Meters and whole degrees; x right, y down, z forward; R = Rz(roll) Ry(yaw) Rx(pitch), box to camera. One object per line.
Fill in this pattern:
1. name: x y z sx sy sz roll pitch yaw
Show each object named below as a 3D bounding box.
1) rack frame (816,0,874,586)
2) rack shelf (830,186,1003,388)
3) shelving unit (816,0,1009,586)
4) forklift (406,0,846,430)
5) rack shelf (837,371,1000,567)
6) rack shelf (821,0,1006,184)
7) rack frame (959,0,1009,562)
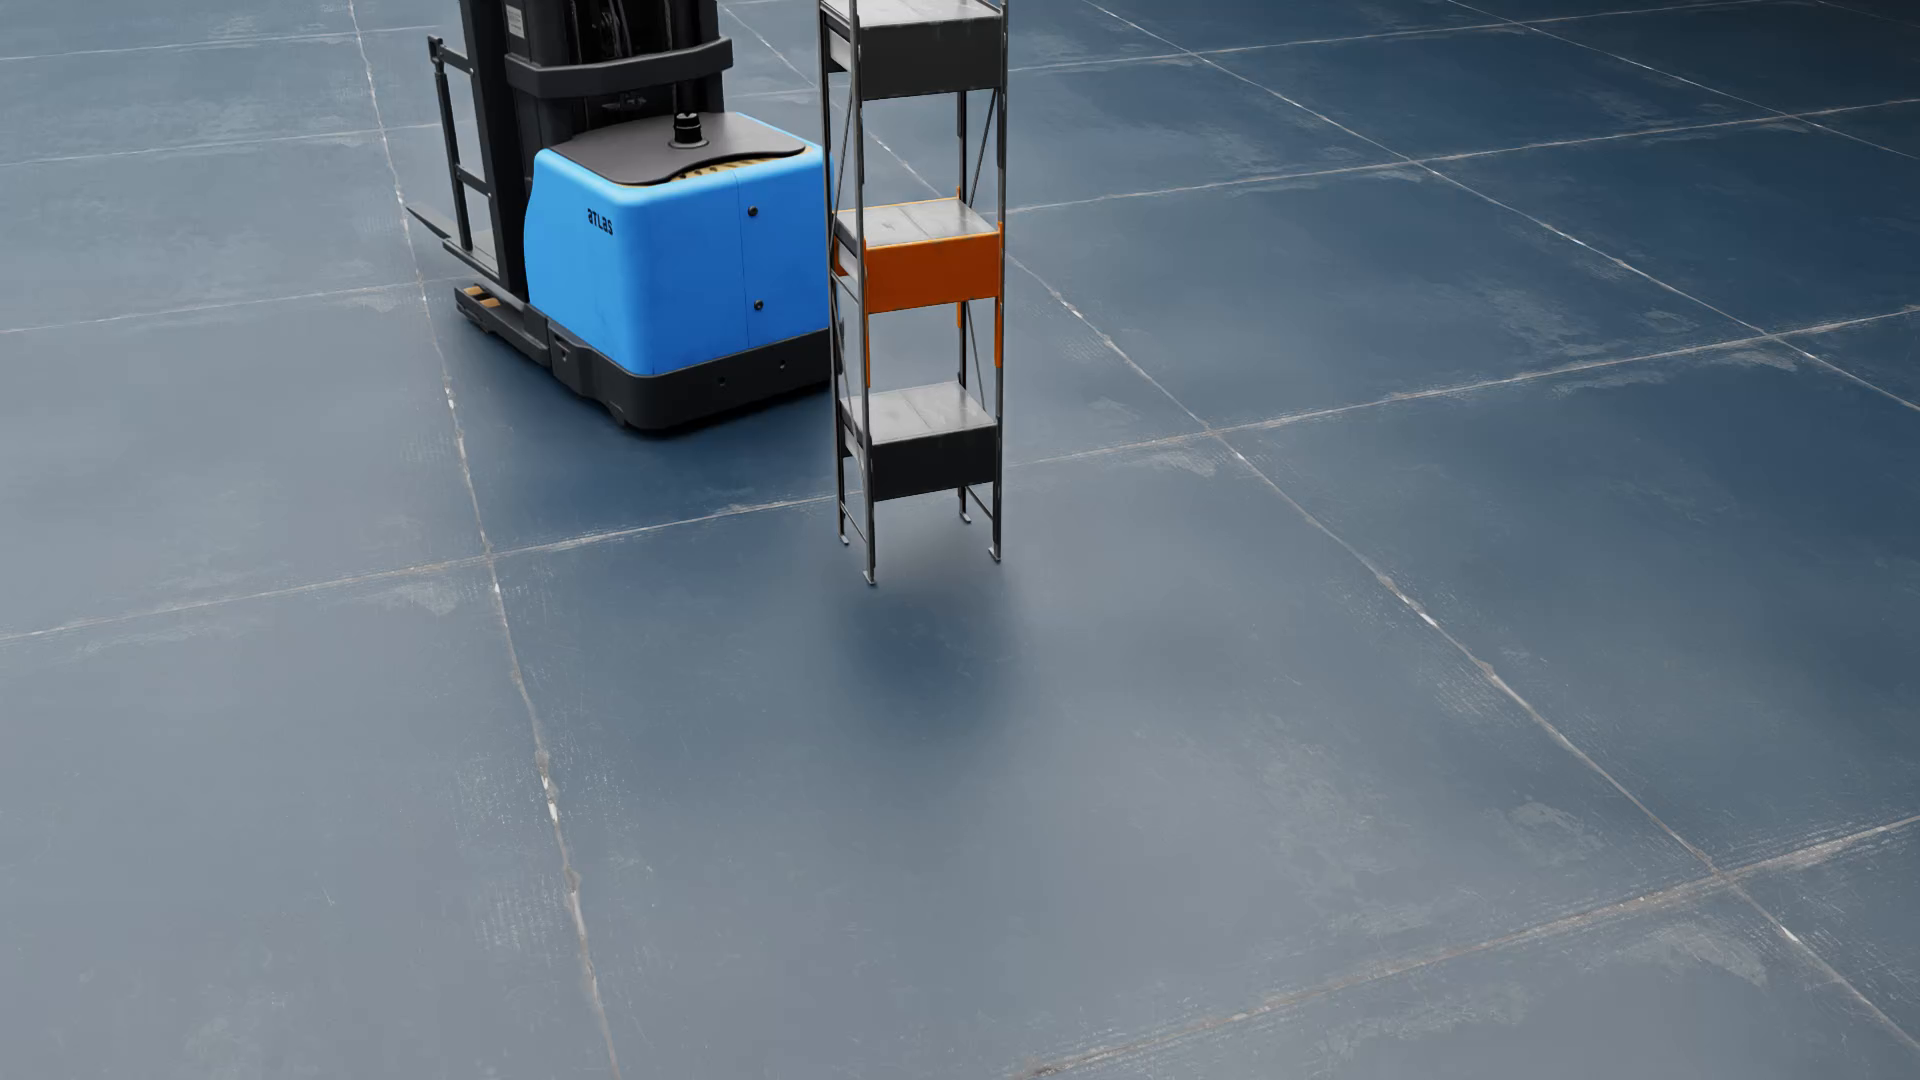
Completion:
1. rack frame: -0.384 -0.842 5.606 0.015 2.100 0.400 -10 31 -18
2. rack shelf: -0.155 -0.872 5.687 0.480 0.518 0.431 -10 31 -18
3. shelving unit: -0.155 -0.884 5.680 0.503 2.100 0.431 -10 31 -18
4. forklift: -1.807 -2.400 7.501 1.130 2.935 3.031 -21 36 -32
5. rack shelf: -0.155 -0.264 6.033 0.480 0.518 0.431 -10 31 -18
6. rack shelf: -0.155 -1.480 5.340 0.480 0.518 0.431 -10 31 -18
7. rack frame: 0.074 -0.926 5.754 0.015 2.100 0.400 -10 31 -18
